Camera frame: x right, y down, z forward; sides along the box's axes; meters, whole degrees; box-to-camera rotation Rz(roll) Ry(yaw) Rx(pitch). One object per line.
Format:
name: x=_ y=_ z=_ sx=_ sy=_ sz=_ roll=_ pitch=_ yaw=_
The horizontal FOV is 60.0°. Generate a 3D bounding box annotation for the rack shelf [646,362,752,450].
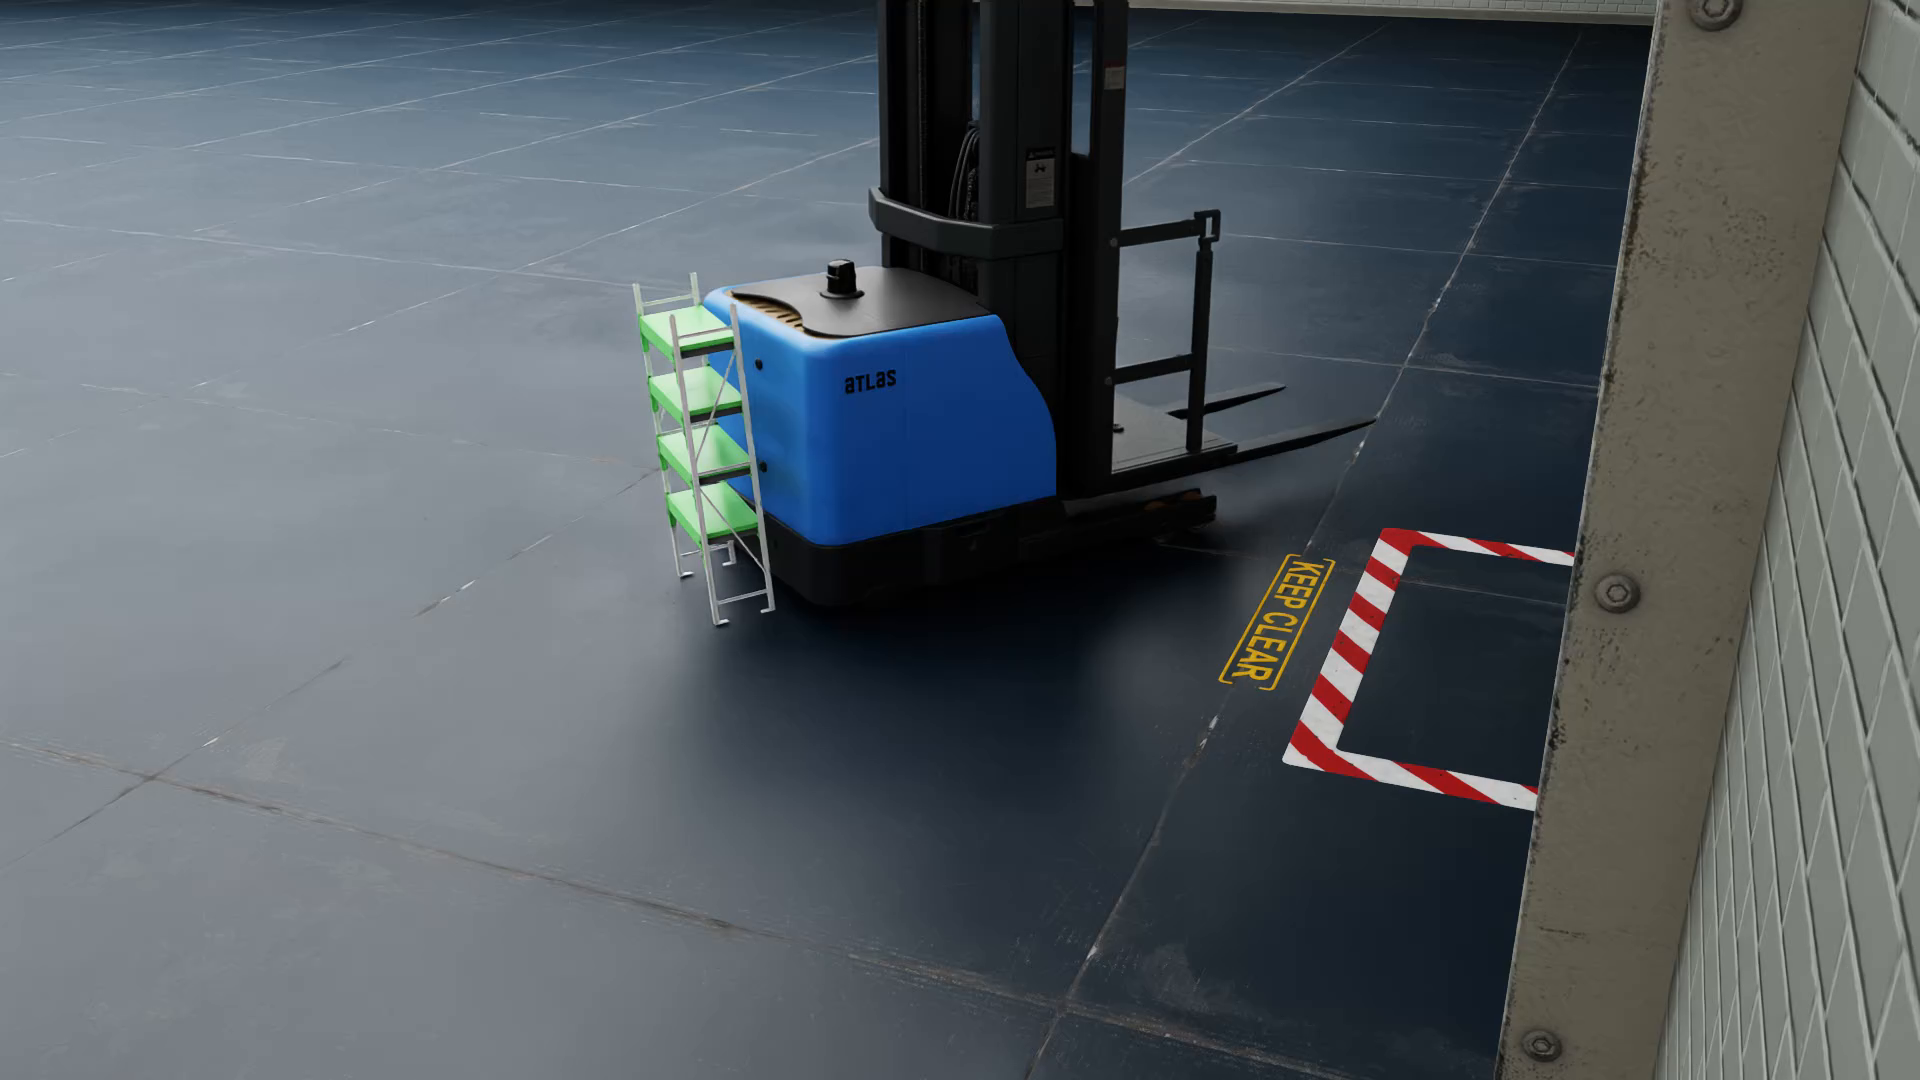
rack shelf: x=-0.966 y=-0.501 z=6.148 sx=0.258 sy=0.148 sz=0.480 roll=-14 pitch=26 yaw=-21

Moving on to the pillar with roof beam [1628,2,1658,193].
pillar with roof beam: x=1.816 y=-7.717 z=13.786 sx=9.100 sy=9.000 sz=0.400 roll=9 pitch=24 yaw=20

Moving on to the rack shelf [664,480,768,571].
rack shelf: x=-0.933 y=-0.065 z=6.346 sx=0.258 sy=0.148 sz=0.480 roll=-14 pitch=26 yaw=-21

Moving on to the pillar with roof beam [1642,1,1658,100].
pillar with roof beam: x=4.044 y=-9.864 z=18.926 sx=9.100 sy=9.000 sz=0.400 roll=9 pitch=24 yaw=20

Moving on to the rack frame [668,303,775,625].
rack frame: x=-0.853 y=-0.255 z=6.016 sx=0.240 sy=1.200 sz=0.015 roll=-14 pitch=26 yaw=-21

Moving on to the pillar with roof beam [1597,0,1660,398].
pillar with roof beam: x=-0.413 y=-5.570 z=8.645 sx=9.100 sy=9.000 sz=0.400 roll=9 pitch=24 yaw=20

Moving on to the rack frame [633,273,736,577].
rack frame: x=-1.055 y=-0.426 z=6.425 sx=0.240 sy=1.200 sz=0.015 roll=-14 pitch=26 yaw=-21

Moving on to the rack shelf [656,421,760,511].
rack shelf: x=-0.950 y=-0.283 z=6.247 sx=0.258 sy=0.148 sz=0.480 roll=-14 pitch=26 yaw=-21

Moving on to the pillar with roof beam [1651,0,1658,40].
pillar with roof beam: x=6.273 y=-12.012 z=24.066 sx=9.100 sy=9.000 sz=0.400 roll=9 pitch=24 yaw=20

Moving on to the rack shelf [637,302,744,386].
rack shelf: x=-0.983 y=-0.718 z=6.049 sx=0.258 sy=0.148 sz=0.480 roll=-14 pitch=26 yaw=-21

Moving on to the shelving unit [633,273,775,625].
shelving unit: x=-0.954 y=-0.341 z=6.220 sx=0.258 sy=1.200 sz=0.503 roll=-14 pitch=26 yaw=-21

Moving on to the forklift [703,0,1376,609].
forklift: x=0.489 y=-1.504 z=6.784 sx=3.031 sy=2.935 sz=1.130 roll=-14 pitch=26 yaw=-30
